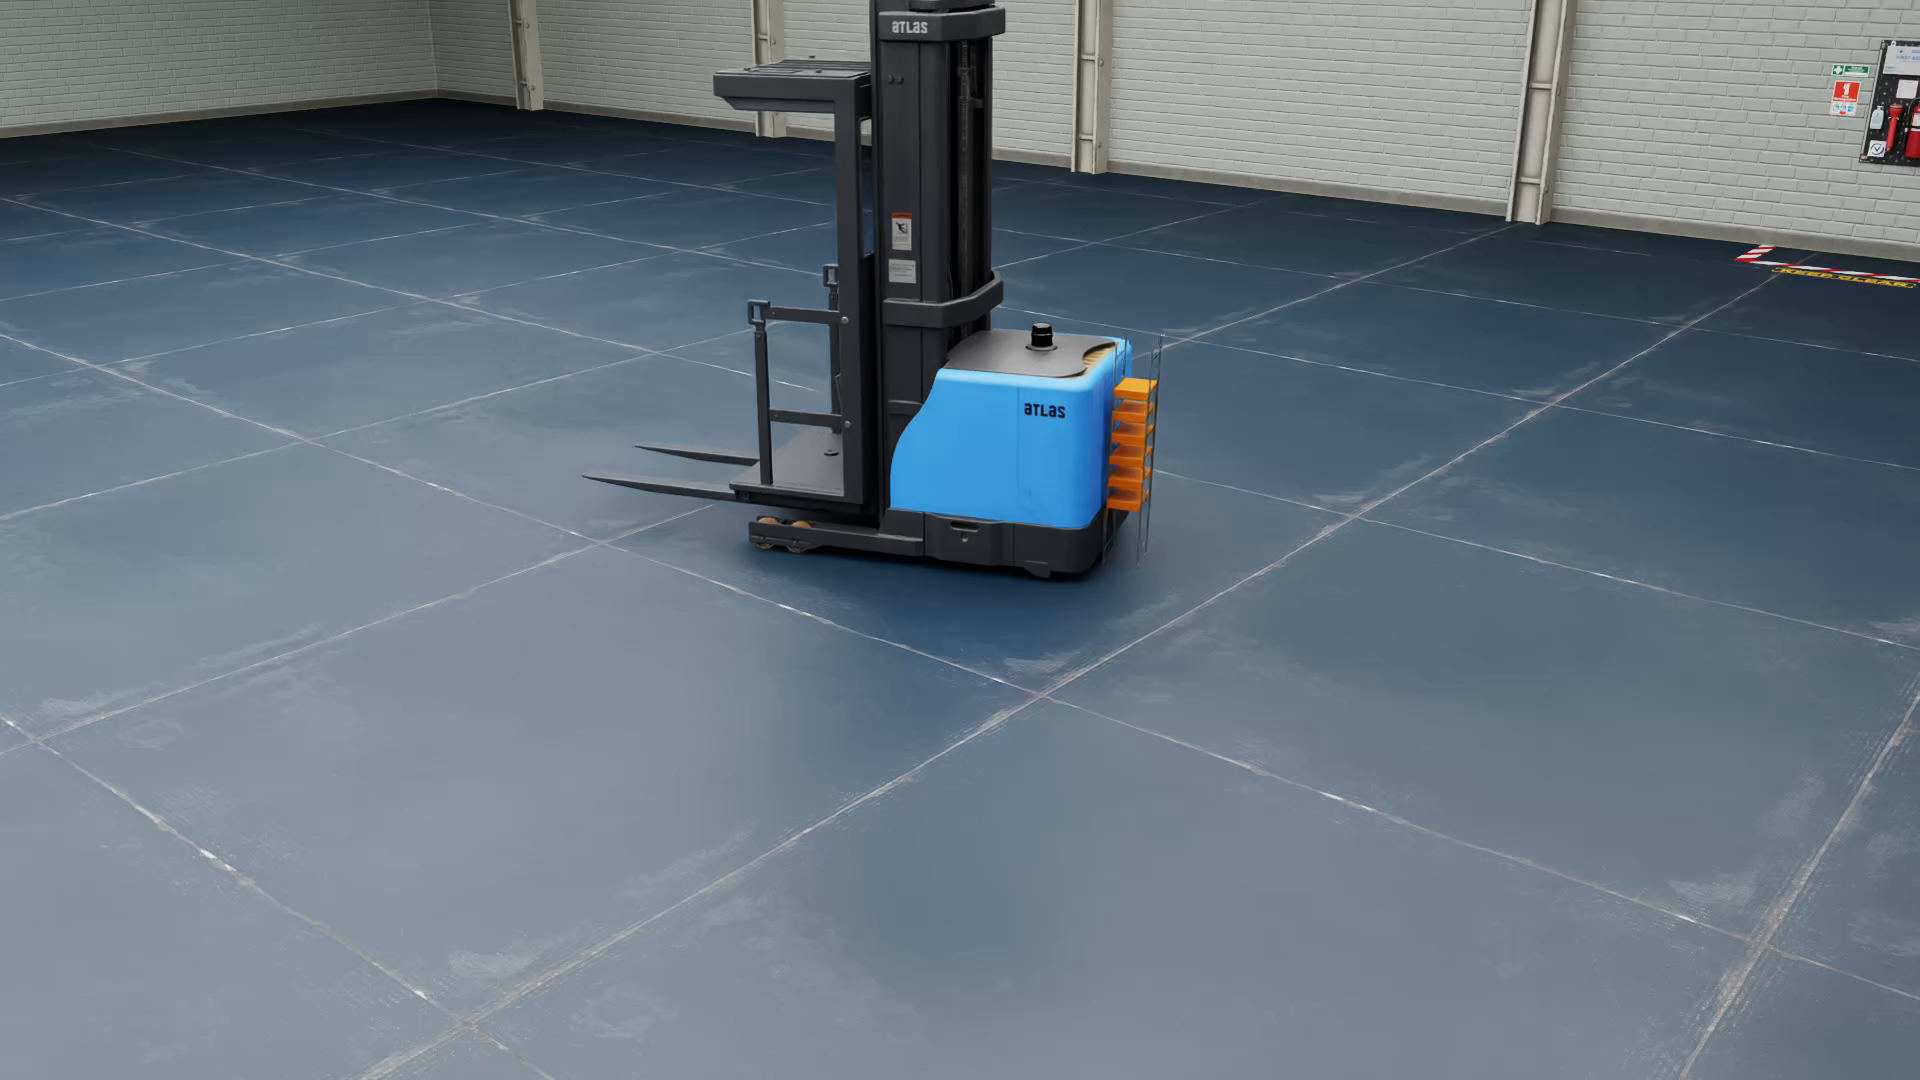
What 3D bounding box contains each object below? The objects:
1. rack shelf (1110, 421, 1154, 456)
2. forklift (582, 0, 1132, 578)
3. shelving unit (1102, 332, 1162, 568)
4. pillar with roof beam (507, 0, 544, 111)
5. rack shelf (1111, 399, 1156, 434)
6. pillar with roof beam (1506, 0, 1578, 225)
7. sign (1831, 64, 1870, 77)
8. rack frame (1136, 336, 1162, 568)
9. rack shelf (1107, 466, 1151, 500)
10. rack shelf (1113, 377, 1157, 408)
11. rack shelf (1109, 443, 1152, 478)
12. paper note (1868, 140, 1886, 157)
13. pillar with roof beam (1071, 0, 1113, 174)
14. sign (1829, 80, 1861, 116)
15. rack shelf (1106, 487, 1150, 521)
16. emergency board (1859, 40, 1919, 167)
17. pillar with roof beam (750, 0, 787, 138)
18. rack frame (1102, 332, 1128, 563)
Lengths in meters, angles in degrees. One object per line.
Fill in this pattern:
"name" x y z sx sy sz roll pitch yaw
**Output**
"rack shelf" 0.900 -0.533 8.659 0.180 0.103 0.258 8 22 16
"forklift" -0.629 -1.471 8.916 3.031 2.935 1.130 7 22 18
"shelving unit" 0.898 -0.462 8.686 0.189 1.200 0.258 8 22 16
"pillar with roof beam" -10.288 -10.635 24.618 0.400 9.000 9.100 16 26 36
"rack shelf" 0.903 -0.645 8.616 0.180 0.103 0.258 8 22 16
"pillar with roof beam" 3.657 -6.619 13.968 0.400 9.000 9.100 16 26 36
"sign" 8.772 -4.625 16.380 0.331 0.109 0.001 16 26 36
"rack frame" 0.985 -0.450 8.660 0.006 1.200 0.240 8 22 16
"rack shelf" 0.894 -0.309 8.746 0.180 0.103 0.258 8 22 16
"rack shelf" 0.906 -0.756 8.572 0.180 0.103 0.258 8 22 16
"rack shelf" 0.897 -0.421 8.702 0.180 0.103 0.258 8 22 16
"paper note" 9.044 -3.859 16.398 0.142 0.148 0.016 16 26 36
"pillar with roof beam" -0.991 -7.958 17.518 0.400 9.000 9.100 16 26 36
"sign" 8.774 -4.381 16.483 0.234 0.329 0.001 16 26 36
"rack shelf" 0.891 -0.197 8.789 0.180 0.103 0.258 8 22 16
"emergency board" 9.137 -4.212 16.087 0.643 1.169 0.194 16 26 36
"pillar with roof beam" -5.639 -9.297 21.068 0.400 9.000 9.100 16 26 36
"rack frame" 0.811 -0.475 8.712 0.006 1.200 0.240 8 22 16
